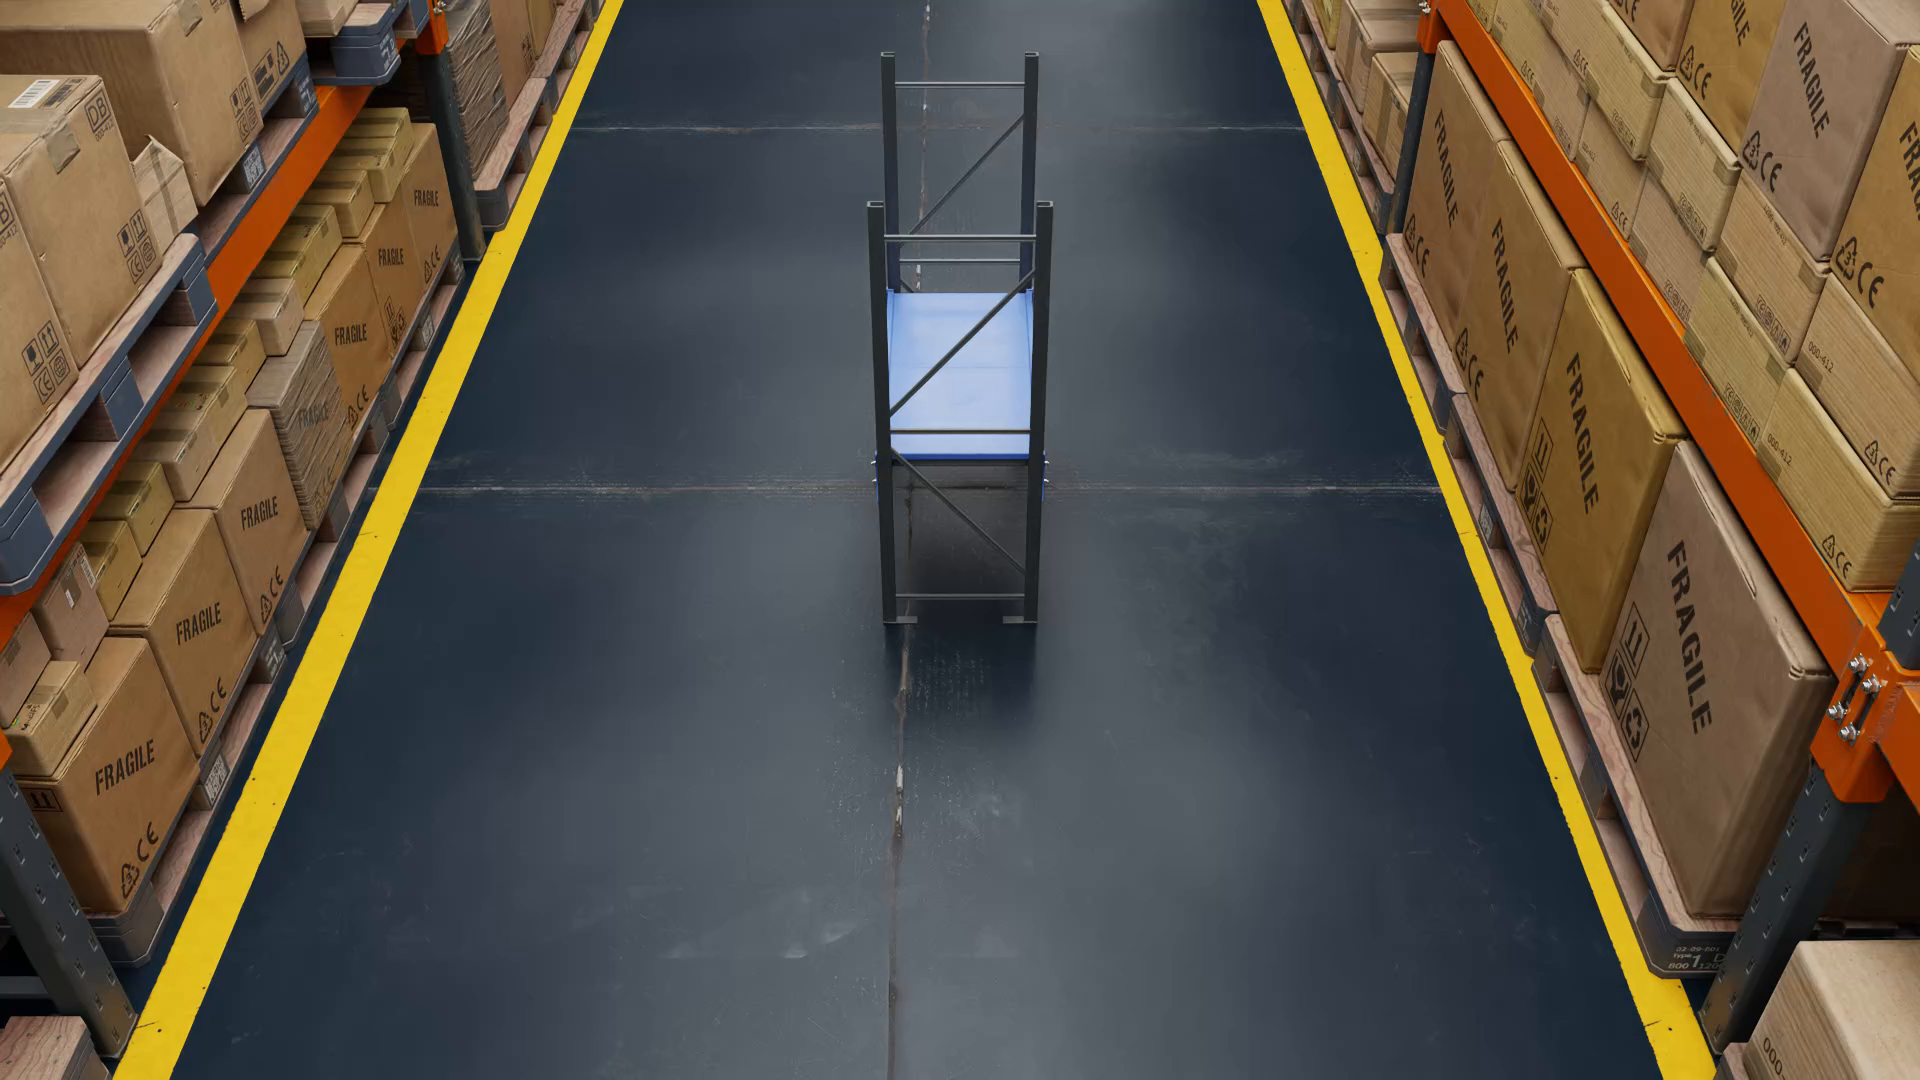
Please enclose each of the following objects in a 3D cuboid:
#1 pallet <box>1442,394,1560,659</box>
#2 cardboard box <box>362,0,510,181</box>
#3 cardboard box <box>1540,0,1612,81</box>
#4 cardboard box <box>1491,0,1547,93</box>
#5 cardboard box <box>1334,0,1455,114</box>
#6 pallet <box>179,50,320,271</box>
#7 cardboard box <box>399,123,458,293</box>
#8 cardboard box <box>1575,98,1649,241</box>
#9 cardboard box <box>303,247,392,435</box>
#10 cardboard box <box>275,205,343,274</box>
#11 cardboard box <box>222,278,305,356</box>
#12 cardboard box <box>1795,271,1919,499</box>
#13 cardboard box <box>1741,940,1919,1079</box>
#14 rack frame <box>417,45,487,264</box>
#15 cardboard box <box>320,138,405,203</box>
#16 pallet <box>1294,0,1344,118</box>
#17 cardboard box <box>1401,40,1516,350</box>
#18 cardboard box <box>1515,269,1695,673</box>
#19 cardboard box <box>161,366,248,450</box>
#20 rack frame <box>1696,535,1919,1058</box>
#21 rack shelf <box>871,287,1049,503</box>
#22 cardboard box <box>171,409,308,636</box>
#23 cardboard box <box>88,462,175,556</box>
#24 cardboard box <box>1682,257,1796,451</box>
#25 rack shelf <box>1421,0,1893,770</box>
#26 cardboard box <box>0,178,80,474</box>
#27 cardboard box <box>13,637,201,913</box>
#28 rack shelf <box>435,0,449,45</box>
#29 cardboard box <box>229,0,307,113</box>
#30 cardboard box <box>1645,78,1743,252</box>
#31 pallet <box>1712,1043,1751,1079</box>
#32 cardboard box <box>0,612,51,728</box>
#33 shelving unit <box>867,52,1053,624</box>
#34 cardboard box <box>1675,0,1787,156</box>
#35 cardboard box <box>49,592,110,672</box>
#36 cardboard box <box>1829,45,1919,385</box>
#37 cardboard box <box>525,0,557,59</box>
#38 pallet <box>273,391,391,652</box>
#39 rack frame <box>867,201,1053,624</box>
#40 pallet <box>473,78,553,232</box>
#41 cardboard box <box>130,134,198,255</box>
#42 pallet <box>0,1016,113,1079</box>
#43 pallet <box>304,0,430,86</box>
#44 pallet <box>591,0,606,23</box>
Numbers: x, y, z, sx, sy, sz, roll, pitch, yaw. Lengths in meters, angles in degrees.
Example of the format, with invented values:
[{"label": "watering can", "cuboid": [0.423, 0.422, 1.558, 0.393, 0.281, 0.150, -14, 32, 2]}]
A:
[{"label": "pallet", "cuboid": [2.296, -0.079, 5.680, 1.003, 0.211, 1.213, 0, 39, 0]}, {"label": "cardboard box", "cuboid": [-2.579, -2.043, 7.464, 0.875, 0.625, 0.625, 1, 39, 1]}, {"label": "cardboard box", "cuboid": [2.113, -1.606, 5.076, 0.500, 0.250, 0.500, 0, 39, 0]}, {"label": "cardboard box", "cuboid": [2.139, -1.736, 5.637, 0.500, 0.250, 0.500, -1, 39, -1]}, {"label": "cardboard box", "cuboid": [2.372, -2.375, 8.080, 0.950, 0.372, 0.625, -1, 39, -1]}, {"label": "pallet", "cuboid": [-2.585, -1.125, 4.908, 1.003, 0.211, 1.213, 0, 39, 0]}, {"label": "cardboard box", "cuboid": [-2.376, -1.340, 6.686, 0.500, 0.500, 0.500, 1, 39, 1]}, {"label": "cardboard box", "cuboid": [2.138, -1.099, 4.843, 0.500, 0.250, 0.500, 0, 39, 0]}, {"label": "cardboard box", "cuboid": [-2.383, -0.700, 5.888, 0.500, 0.500, 0.500, 2, 39, 2]}, {"label": "cardboard box", "cuboid": [-2.396, -1.048, 5.804, 0.380, 0.149, 0.250, 1, 39, 1]}, {"label": "cardboard box", "cuboid": [-2.364, -0.719, 5.393, 0.380, 0.149, 0.250, -2, 39, -2]}, {"label": "cardboard box", "cuboid": [2.133, -0.332, 3.486, 0.500, 0.250, 0.500, 0, 39, 0]}, {"label": "cardboard box", "cuboid": [2.270, 1.308, 3.432, 0.875, 0.438, 0.875, -1, 39, -1]}, {"label": "rack frame", "cuboid": [-2.592, -2.416, 6.366, 1.000, 3.000, 0.127, 0, 39, 0]}, {"label": "cardboard box", "cuboid": [-2.307, -1.378, 6.215, 0.380, 0.149, 0.250, -2, 39, -2]}, {"label": "pallet", "cuboid": [2.374, -2.583, 8.805, 1.003, 0.211, 1.213, 0, 39, 0]}, {"label": "cardboard box", "cuboid": [2.290, -1.324, 6.367, 0.875, 0.875, 0.875, 0, 39, 0]}, {"label": "cardboard box", "cuboid": [2.287, -0.208, 4.974, 0.875, 0.875, 0.875, 1, 39, 1]}, {"label": "cardboard box", "cuboid": [-2.386, -0.397, 4.991, 0.380, 0.149, 0.250, 1, 39, 2]}, {"label": "rack frame", "cuboid": [2.377, 0.080, 3.252, 1.000, 3.000, 0.127, 0, 39, 0]}, {"label": "rack shelf", "cuboid": [0.000, -0.498, 5.460, 0.538, 0.185, 1.000, 0, 39, 0]}, {"label": "cardboard box", "cuboid": [-2.369, -0.051, 5.078, 0.500, 0.500, 0.500, -1, 39, -1]}, {"label": "cardboard box", "cuboid": [-2.425, -0.085, 4.602, 0.380, 0.149, 0.250, -1, 39, -1]}, {"label": "cardboard box", "cuboid": [2.124, -0.461, 4.046, 0.500, 0.250, 0.500, -1, 39, -1]}, {"label": "rack shelf", "cuboid": [2.374, -0.890, 5.038, 1.077, 0.370, 4.000, 0, 39, 0]}, {"label": "cardboard box", "cuboid": [-2.364, -0.420, 3.460, 0.700, 0.500, 0.500, 1, 39, 1]}, {"label": "cardboard box", "cuboid": [-2.363, 0.595, 4.273, 0.500, 0.500, 0.500, 2, 39, 2]}, {"label": "rack shelf", "cuboid": [-2.594, -3.386, 8.152, 1.077, 0.370, 4.000, 0, 39, 0]}, {"label": "cardboard box", "cuboid": [-2.405, -1.599, 4.929, 0.797, 0.503, 0.637, -1, 39, -1]}, {"label": "cardboard box", "cuboid": [2.118, -0.969, 4.280, 0.500, 0.250, 0.500, 1, 39, 1]}, {"label": "pallet", "cuboid": [2.299, 1.643, 3.530, 1.003, 0.211, 1.213, 0, 39, 0]}, {"label": "cardboard box", "cuboid": [-2.382, 0.304, 3.879, 0.380, 0.149, 0.250, -1, 39, -1]}, {"label": "shelving unit", "cuboid": [0.000, -0.639, 5.348, 0.538, 1.500, 1.048, 0, 39, 0]}, {"label": "cardboard box", "cuboid": [2.136, -1.269, 4.056, 0.500, 0.500, 0.500, 1, 39, 1]}, {"label": "cardboard box", "cuboid": [-2.399, 0.246, 4.188, 0.380, 0.149, 0.250, -1, 39, -1]}, {"label": "cardboard box", "cuboid": [2.125, -0.629, 3.256, 0.500, 0.500, 0.500, 1, 39, 1]}, {"label": "cardboard box", "cuboid": [-2.588, -2.873, 8.499, 0.875, 0.625, 0.625, -2, 39, -2]}, {"label": "pallet", "cuboid": [-2.630, -0.100, 5.706, 1.003, 0.211, 1.213, 0, 39, 0]}, {"label": "rack frame", "cuboid": [0.000, -0.321, 4.951, 0.500, 1.500, 0.032, 0, 39, 0]}, {"label": "pallet", "cuboid": [-2.554, -1.842, 7.880, 1.003, 0.211, 1.213, 0, 39, 0]}, {"label": "cardboard box", "cuboid": [-2.205, -0.895, 4.240, 0.396, 0.266, 0.258, 2, 39, 2]}, {"label": "pallet", "cuboid": [-2.587, 1.603, 3.581, 1.003, 0.211, 1.213, 0, 39, 0]}, {"label": "pallet", "cuboid": [-2.521, -1.917, 5.897, 1.213, 0.211, 1.003, 0, 39, 0]}, {"label": "pallet", "cuboid": [-2.557, -3.368, 9.784, 1.003, 0.211, 1.213, 0, 39, 0]}]
